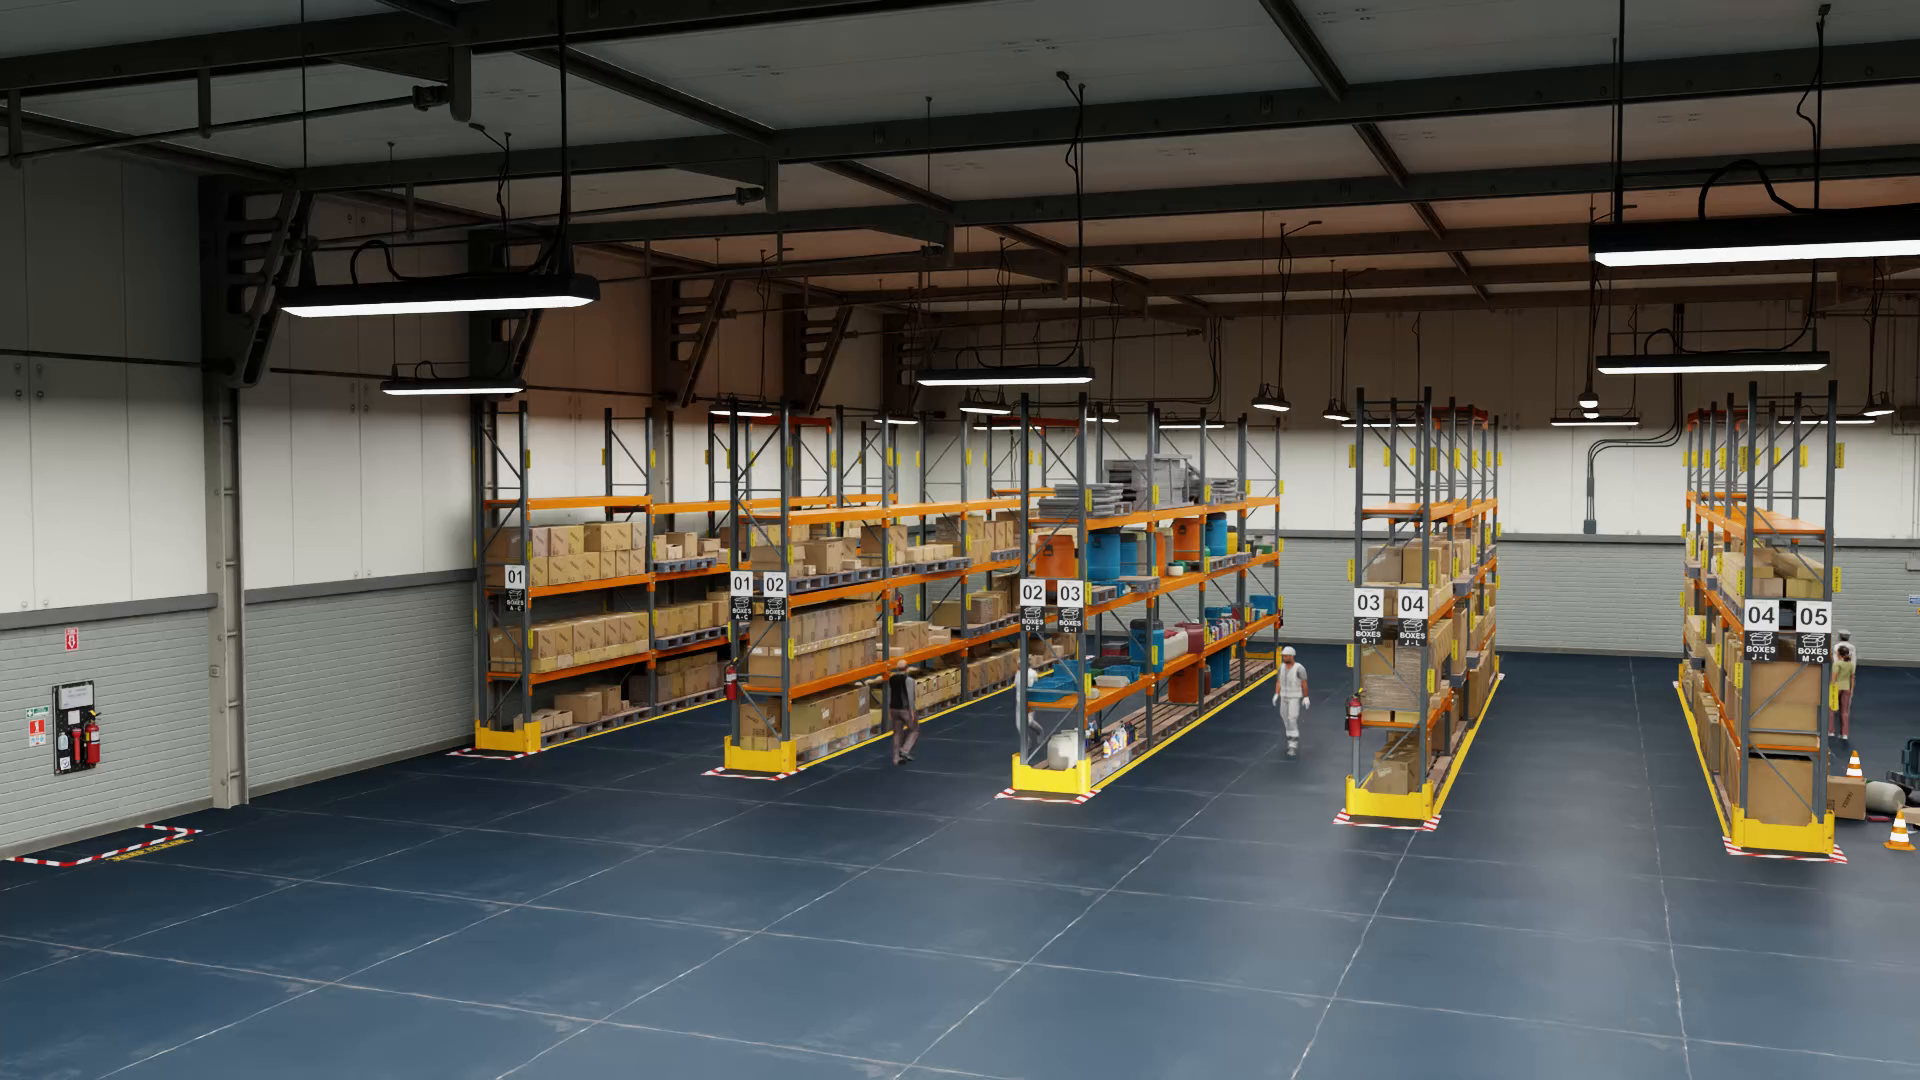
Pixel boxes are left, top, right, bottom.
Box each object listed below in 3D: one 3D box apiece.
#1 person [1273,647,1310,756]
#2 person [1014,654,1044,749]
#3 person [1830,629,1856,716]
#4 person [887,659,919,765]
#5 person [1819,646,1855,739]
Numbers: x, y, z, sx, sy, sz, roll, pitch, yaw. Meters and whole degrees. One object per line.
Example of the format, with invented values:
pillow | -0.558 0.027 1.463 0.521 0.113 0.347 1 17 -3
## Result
person | 5.589 2.729 28.371 0.639 1.791 0.620 -3 4 -42
person | 1.179 2.790 28.763 0.504 1.645 0.562 2 4 37
person | 17.215 2.584 32.417 0.510 1.684 0.419 0 3 -5
person | -0.953 2.810 27.211 0.567 1.710 0.464 2 3 33
person | 15.744 2.731 29.729 0.511 1.684 0.567 0 3 7
